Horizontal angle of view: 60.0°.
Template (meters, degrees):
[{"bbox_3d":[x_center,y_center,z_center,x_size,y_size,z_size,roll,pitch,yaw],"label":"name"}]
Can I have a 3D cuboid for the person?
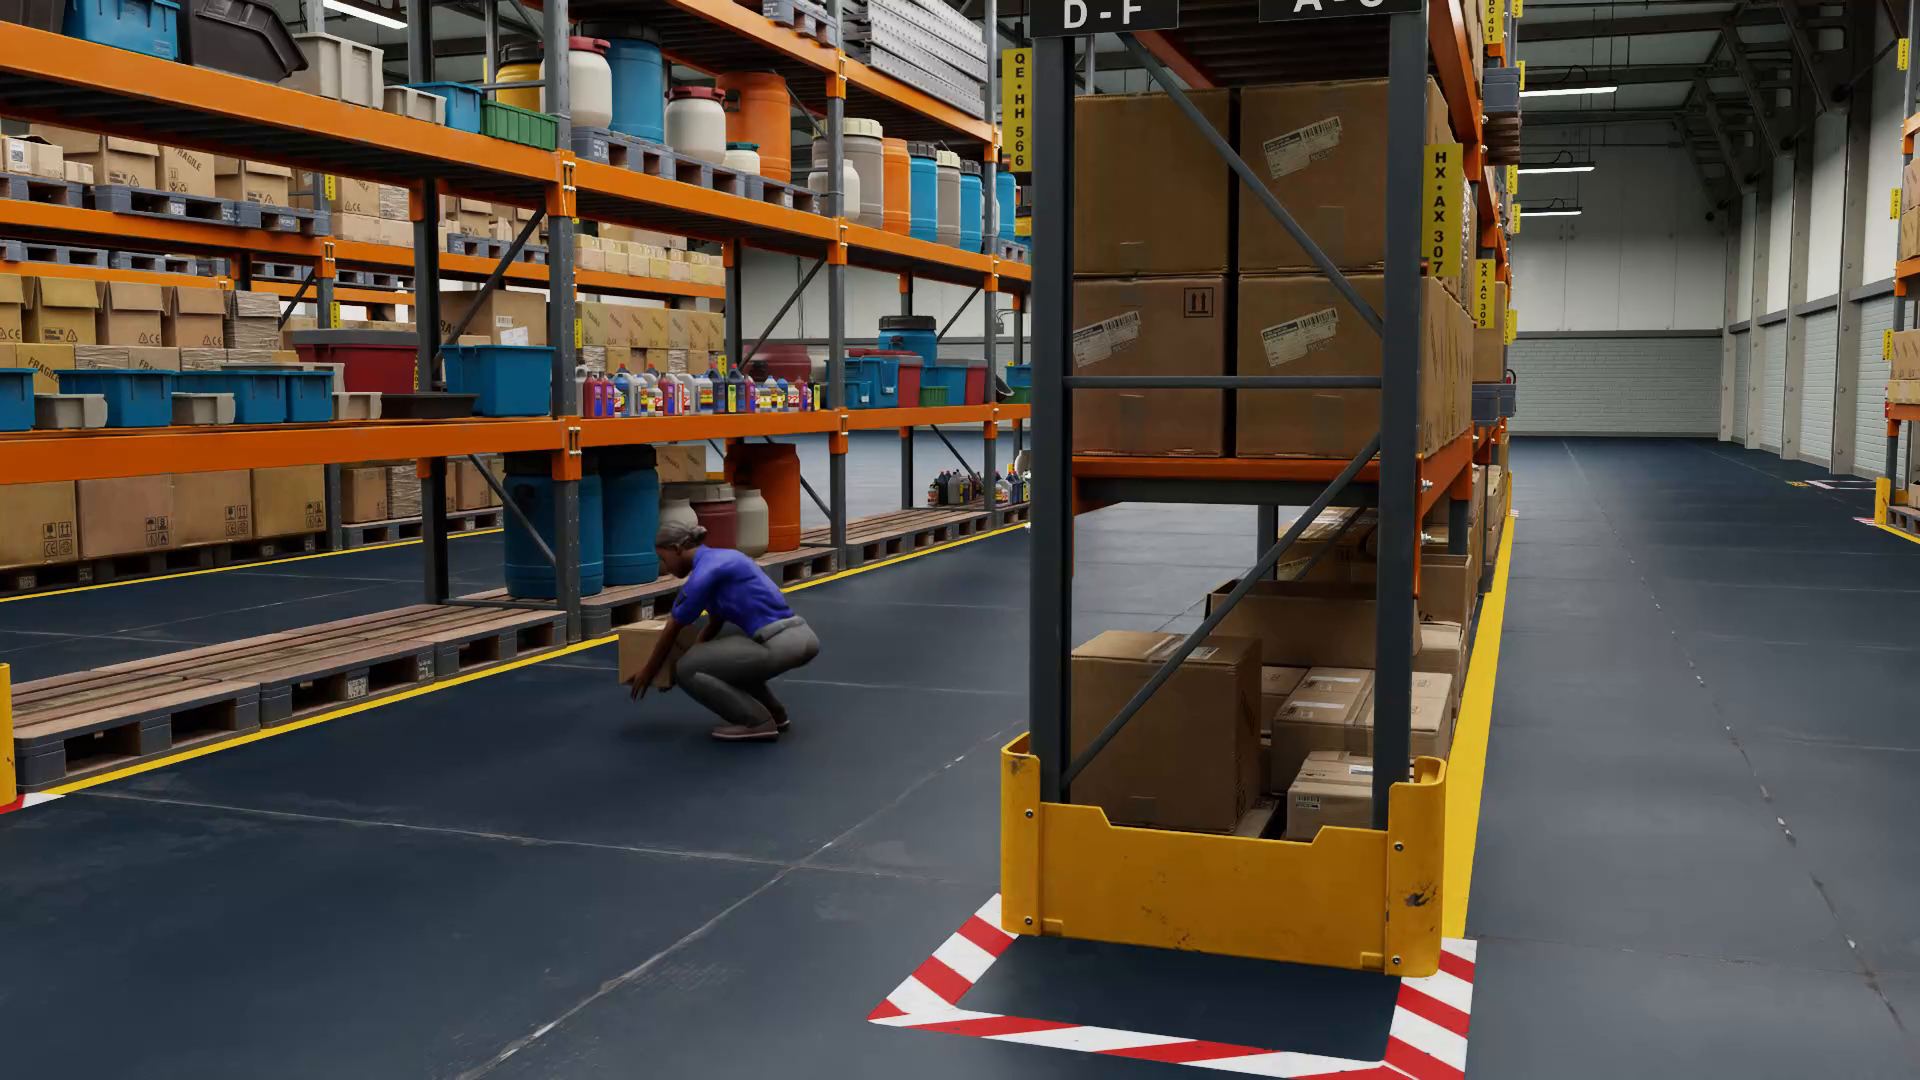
[{"bbox_3d":[-1.024,0.379,7.204,0.826,0.934,0.491,2,6,18],"label":"person"}]
